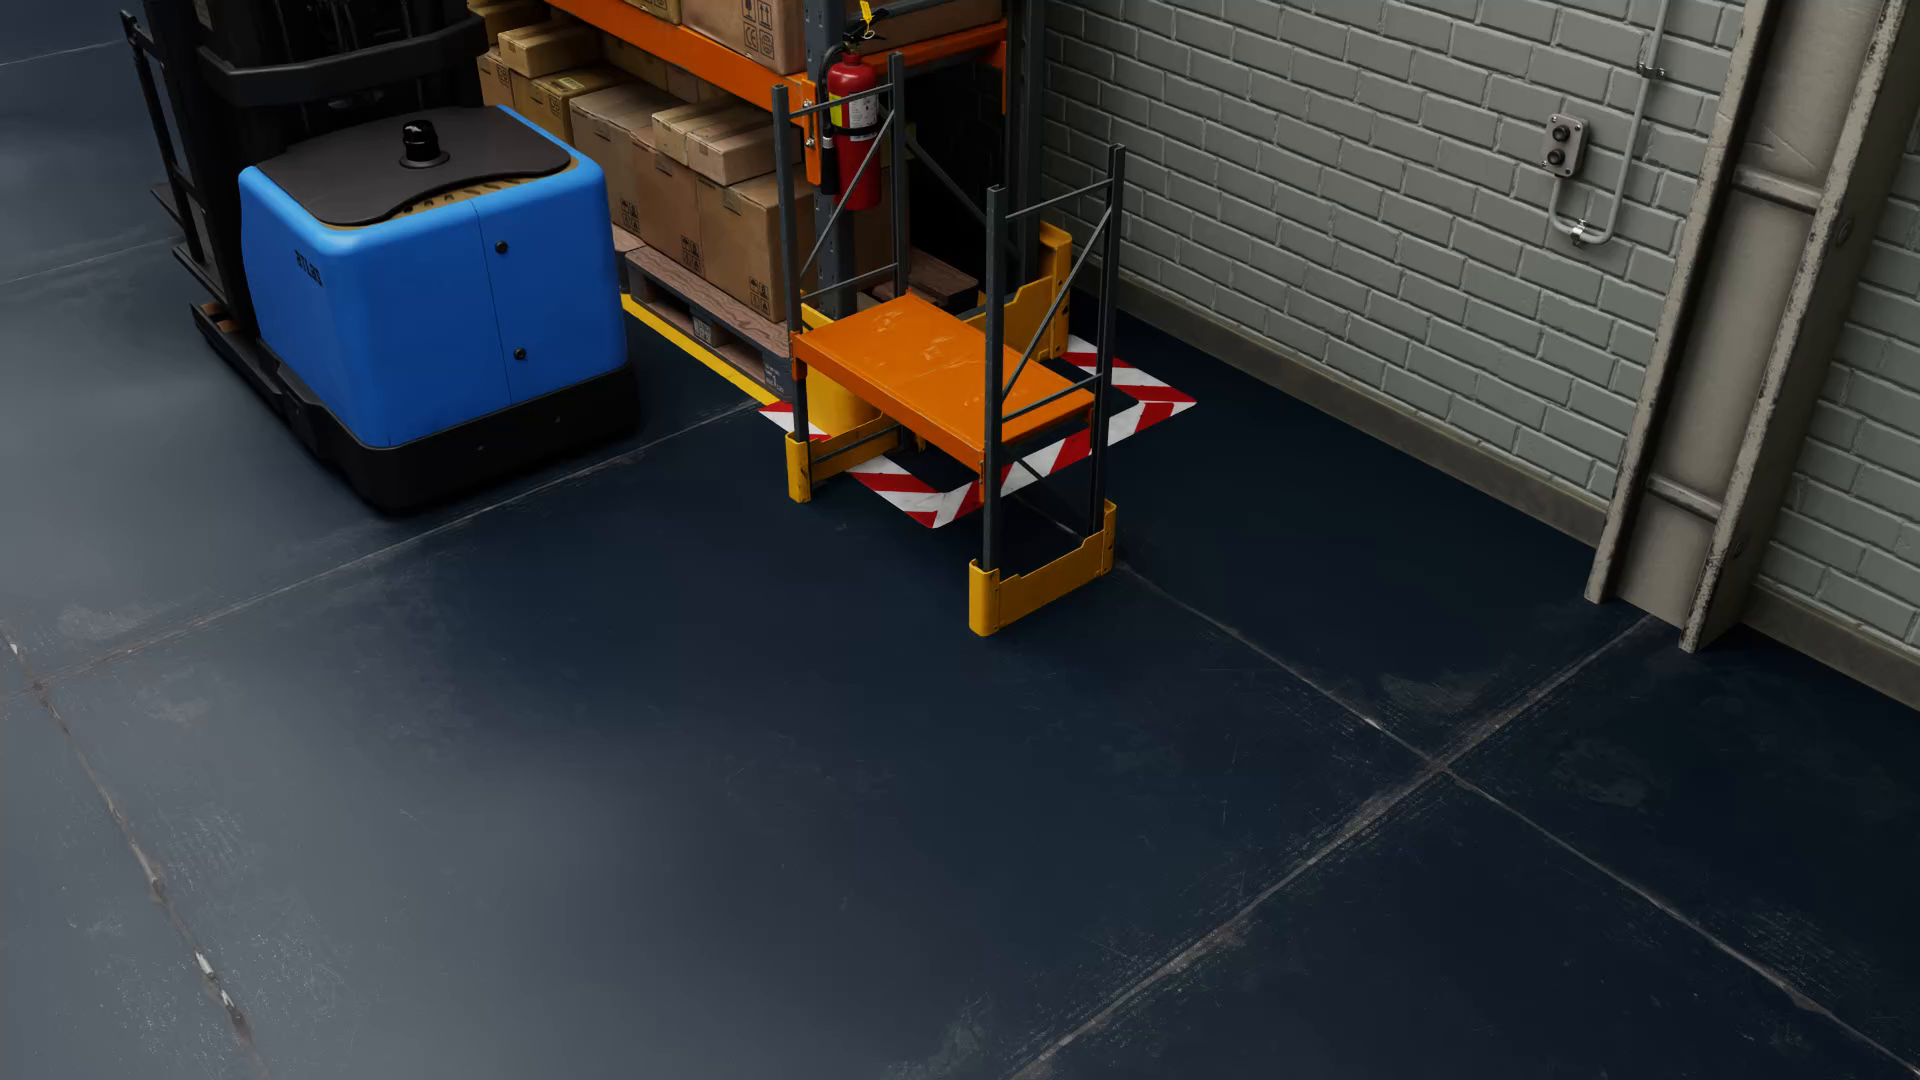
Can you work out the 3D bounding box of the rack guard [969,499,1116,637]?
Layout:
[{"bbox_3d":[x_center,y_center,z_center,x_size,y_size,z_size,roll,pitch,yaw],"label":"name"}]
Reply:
[{"bbox_3d":[0.272,0.084,5.415,0.587,0.250,0.087,-26,43,-32],"label":"rack guard"}]

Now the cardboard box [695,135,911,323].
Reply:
[{"bbox_3d":[-0.631,-1.300,6.789,0.700,0.500,0.500,-26,43,-32],"label":"cardboard box"}]

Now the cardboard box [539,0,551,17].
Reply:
[{"bbox_3d":[-2.279,-2.426,8.379,0.700,0.500,0.500,-25,43,-31],"label":"cardboard box"}]

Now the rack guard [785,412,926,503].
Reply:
[{"bbox_3d":[-0.371,-0.356,6.036,0.587,0.250,0.087,-26,43,-32],"label":"rack guard"}]

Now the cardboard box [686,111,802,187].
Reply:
[{"bbox_3d":[-0.853,-1.553,6.586,0.380,0.149,0.250,-27,43,-32],"label":"cardboard box"}]

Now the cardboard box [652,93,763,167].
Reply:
[{"bbox_3d":[-1.018,-1.666,6.745,0.380,0.149,0.250,-25,42,-31],"label":"cardboard box"}]

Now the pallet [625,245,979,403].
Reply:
[{"bbox_3d":[-0.678,-1.062,7.068,1.003,0.211,1.213,-26,43,-32],"label":"pallet"}]

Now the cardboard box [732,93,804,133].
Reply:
[{"bbox_3d":[-0.725,-1.807,6.944,0.380,0.149,0.250,-26,43,-32],"label":"cardboard box"}]

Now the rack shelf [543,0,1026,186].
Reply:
[{"bbox_3d":[-1.393,-2.466,7.259,1.077,0.370,4.000,-26,43,-32],"label":"rack shelf"}]

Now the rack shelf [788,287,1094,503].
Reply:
[{"bbox_3d":[-0.055,-0.503,5.474,0.538,0.185,1.000,-26,43,-32],"label":"rack shelf"}]

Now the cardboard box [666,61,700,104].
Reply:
[{"bbox_3d":[-1.051,-2.030,7.259,0.380,0.149,0.250,-25,42,-31],"label":"cardboard box"}]

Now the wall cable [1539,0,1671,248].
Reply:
[{"bbox_3d":[1.446,-2.079,5.211,0.084,1.984,1.851,-26,43,-32],"label":"wall cable"}]

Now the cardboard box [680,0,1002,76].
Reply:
[{"bbox_3d":[-0.439,-2.220,6.030,0.980,0.700,0.700,-24,42,-30],"label":"cardboard box"}]

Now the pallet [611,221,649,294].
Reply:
[{"bbox_3d":[-1.461,-1.601,7.828,1.003,0.211,1.213,-26,43,-32],"label":"pallet"}]

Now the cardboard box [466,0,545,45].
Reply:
[{"bbox_3d":[-2.198,-2.471,7.882,0.380,0.149,0.250,-24,42,-30],"label":"cardboard box"}]

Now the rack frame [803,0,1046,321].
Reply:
[{"bbox_3d":[-0.102,-1.877,5.804,1.000,3.000,0.127,-26,43,-32],"label":"rack frame"}]

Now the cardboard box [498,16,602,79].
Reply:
[{"bbox_3d":[-1.861,-2.241,7.557,0.380,0.149,0.250,-27,44,-33],"label":"cardboard box"}]

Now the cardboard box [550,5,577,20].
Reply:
[{"bbox_3d":[-1.709,-2.480,7.895,0.380,0.149,0.250,-28,44,-33],"label":"cardboard box"}]

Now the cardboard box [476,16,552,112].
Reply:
[{"bbox_3d":[-1.958,-2.203,8.064,0.700,0.500,0.500,-26,43,-32],"label":"cardboard box"}]

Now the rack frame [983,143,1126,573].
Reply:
[{"bbox_3d":[0.273,-0.425,5.053,0.500,1.500,0.032,-26,43,-32],"label":"rack frame"}]

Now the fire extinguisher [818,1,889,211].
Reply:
[{"bbox_3d":[-0.358,-1.454,5.598,0.296,0.674,0.183,-26,43,-32],"label":"fire extinguisher"}]

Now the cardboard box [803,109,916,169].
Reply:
[{"bbox_3d":[-0.397,-1.584,6.629,0.380,0.149,0.250,-26,43,-31],"label":"cardboard box"}]

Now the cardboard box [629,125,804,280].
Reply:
[{"bbox_3d":[-0.954,-1.521,7.101,0.700,0.500,0.500,-26,43,-32],"label":"cardboard box"}]

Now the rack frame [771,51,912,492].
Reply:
[{"bbox_3d":[-0.383,-0.874,5.687,0.500,1.500,0.032,-26,43,-32],"label":"rack frame"}]

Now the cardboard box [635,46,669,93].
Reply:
[{"bbox_3d":[-1.217,-2.143,7.419,0.380,0.149,0.250,-26,43,-31],"label":"cardboard box"}]

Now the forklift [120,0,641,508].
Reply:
[{"bbox_3d":[-2.526,-2.094,6.171,1.130,2.935,3.031,-25,42,-31],"label":"forklift"}]

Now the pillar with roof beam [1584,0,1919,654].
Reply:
[{"bbox_3d":[-0.988,-1.850,0.576,9.100,9.000,0.400,-26,43,-32],"label":"pillar with roof beam"}]

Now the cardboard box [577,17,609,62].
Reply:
[{"bbox_3d":[-1.547,-2.368,7.737,0.380,0.149,0.250,-26,43,-31],"label":"cardboard box"}]

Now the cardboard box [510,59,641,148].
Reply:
[{"bbox_3d":[-1.628,-1.975,7.743,0.700,0.500,0.500,-25,42,-31],"label":"cardboard box"}]

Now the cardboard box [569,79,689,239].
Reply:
[{"bbox_3d":[-1.279,-1.742,7.414,0.700,0.500,0.500,-28,44,-33],"label":"cardboard box"}]

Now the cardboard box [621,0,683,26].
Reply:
[{"bbox_3d":[-0.917,-2.538,6.478,0.980,0.700,0.700,-26,43,-32],"label":"cardboard box"}]

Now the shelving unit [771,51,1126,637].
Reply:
[{"bbox_3d":[-0.049,-0.646,5.364,0.587,1.500,1.083,-26,43,-32],"label":"shelving unit"}]

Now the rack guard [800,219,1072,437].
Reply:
[{"bbox_3d":[-0.087,-0.846,6.512,1.175,0.500,0.348,-26,43,-32],"label":"rack guard"}]

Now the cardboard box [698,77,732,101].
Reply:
[{"bbox_3d":[-0.886,-1.918,7.101,0.380,0.149,0.250,-26,43,-31],"label":"cardboard box"}]

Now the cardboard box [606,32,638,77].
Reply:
[{"bbox_3d":[-1.380,-2.255,7.577,0.380,0.149,0.250,-27,43,-33],"label":"cardboard box"}]
